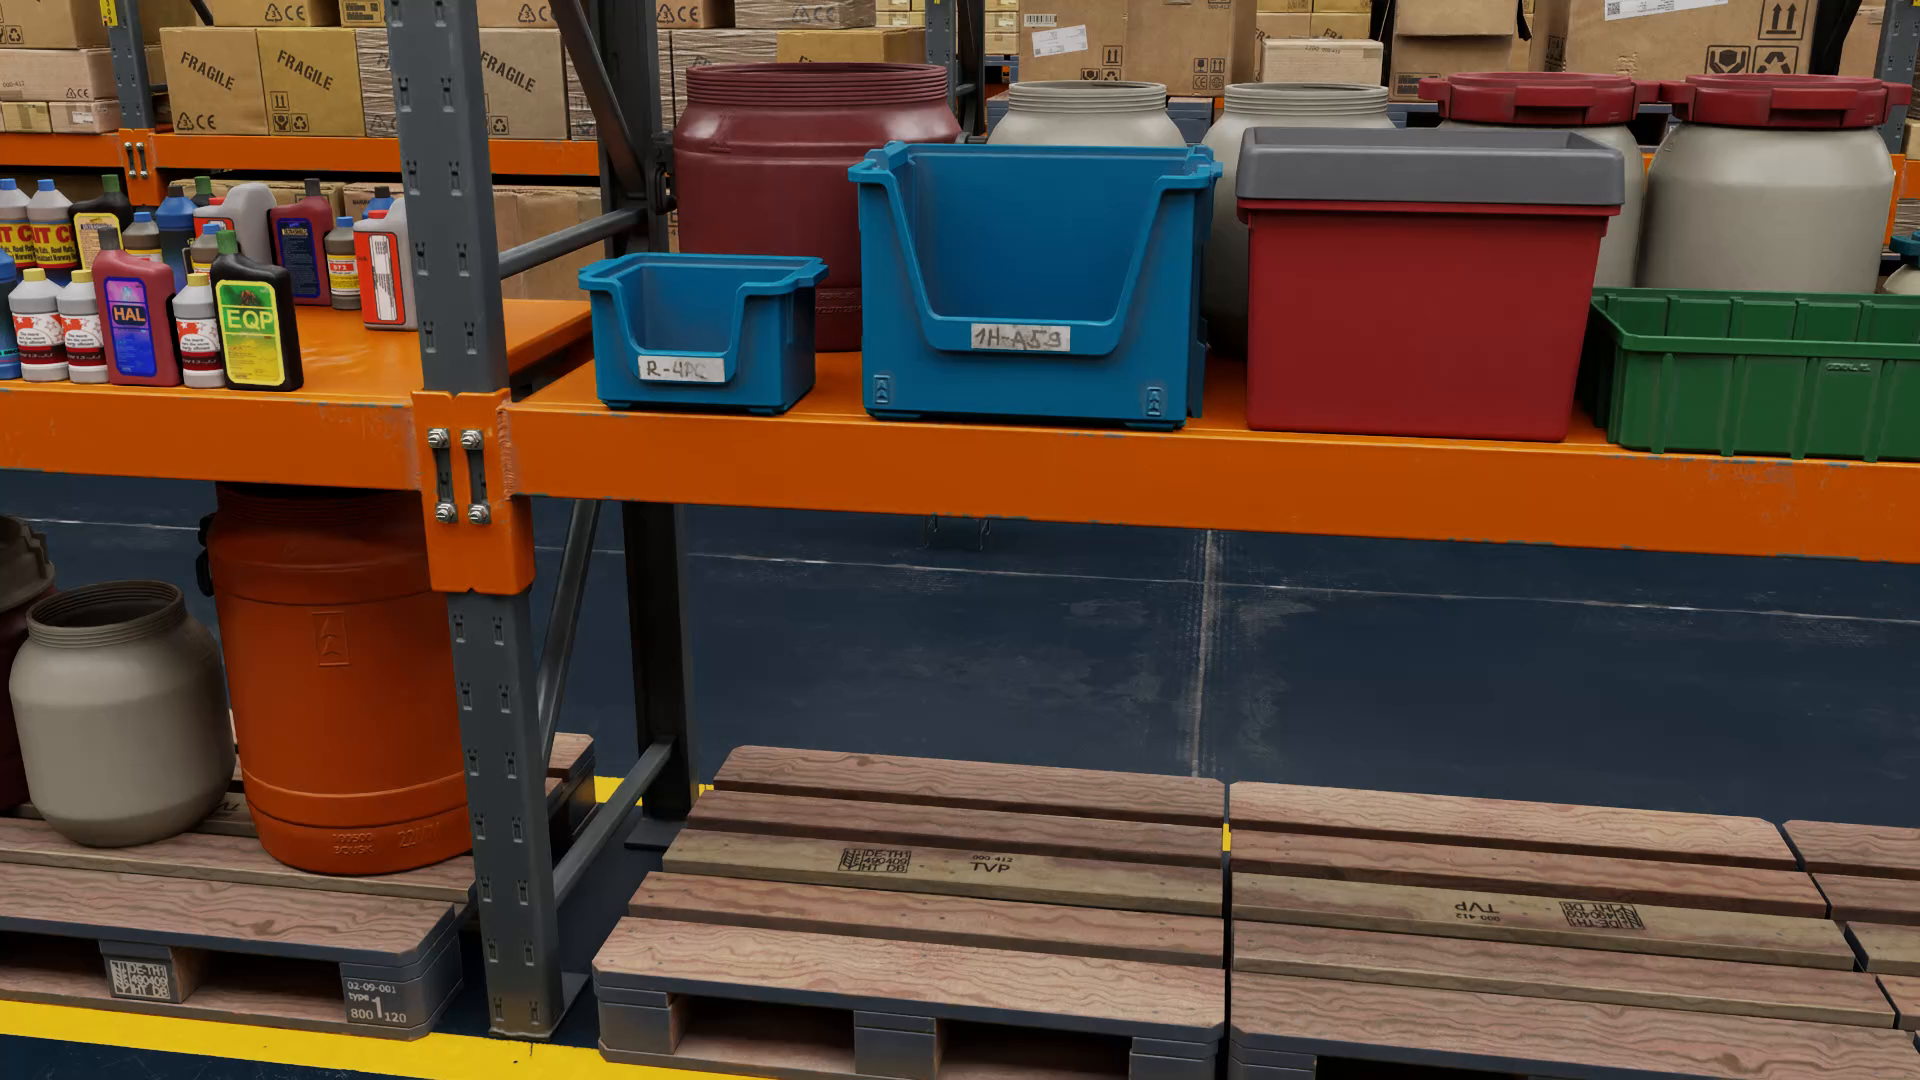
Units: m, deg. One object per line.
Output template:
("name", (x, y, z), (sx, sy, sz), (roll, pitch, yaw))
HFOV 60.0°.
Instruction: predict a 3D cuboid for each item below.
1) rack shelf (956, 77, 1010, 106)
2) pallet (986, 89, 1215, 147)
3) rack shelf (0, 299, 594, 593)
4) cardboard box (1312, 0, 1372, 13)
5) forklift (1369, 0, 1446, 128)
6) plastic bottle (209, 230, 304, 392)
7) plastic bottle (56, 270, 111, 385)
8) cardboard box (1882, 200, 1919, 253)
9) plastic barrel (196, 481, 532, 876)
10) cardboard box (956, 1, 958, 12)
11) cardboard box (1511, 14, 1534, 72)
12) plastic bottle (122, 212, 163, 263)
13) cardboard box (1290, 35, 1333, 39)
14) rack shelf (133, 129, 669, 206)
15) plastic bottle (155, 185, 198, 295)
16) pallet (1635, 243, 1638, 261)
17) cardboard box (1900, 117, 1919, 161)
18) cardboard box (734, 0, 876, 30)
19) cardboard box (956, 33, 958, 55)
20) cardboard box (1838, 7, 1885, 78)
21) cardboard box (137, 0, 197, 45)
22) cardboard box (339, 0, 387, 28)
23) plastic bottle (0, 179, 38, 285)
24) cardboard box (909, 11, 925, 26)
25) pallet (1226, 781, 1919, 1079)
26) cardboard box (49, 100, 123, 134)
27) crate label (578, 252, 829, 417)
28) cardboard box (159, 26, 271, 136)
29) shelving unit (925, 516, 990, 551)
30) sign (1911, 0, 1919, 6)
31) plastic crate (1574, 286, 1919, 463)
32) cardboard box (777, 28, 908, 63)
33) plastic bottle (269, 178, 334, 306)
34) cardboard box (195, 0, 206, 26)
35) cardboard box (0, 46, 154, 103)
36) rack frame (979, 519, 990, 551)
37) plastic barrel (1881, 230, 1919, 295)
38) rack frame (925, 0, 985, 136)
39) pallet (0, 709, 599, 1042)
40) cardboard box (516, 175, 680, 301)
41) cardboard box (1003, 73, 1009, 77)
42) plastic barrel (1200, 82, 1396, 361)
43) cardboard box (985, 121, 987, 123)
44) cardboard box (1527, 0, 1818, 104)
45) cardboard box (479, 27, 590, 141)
("rack shelf", (-1.103, -3.441, 12.992), (4.000, 0.370, 1.077), (3, 19, 9))
("pallet", (0.706, -2.039, 7.971), (1.003, 0.211, 1.213), (3, 19, 9))
("rack shelf", (-2.775, -0.340, 3.726), (4.000, 0.370, 1.077), (3, 19, 9))
("cardboard box", (2.824, -4.101, 12.099), (0.500, 0.500, 0.700), (3, 19, 8))
("forklift", (2.250, -2.749, 9.901), (3.031, 2.935, 1.130), (3, 19, 9))
("plastic bottle", (-1.268, -0.412, 2.991), (0.133, 0.283, 0.061), (3, 19, 9))
("plastic bottle", (-1.606, -0.396, 3.073), (0.097, 0.201, 0.097), (0, 18, 0))
("cardboard box", (6.321, -2.573, 11.954), (0.875, 0.875, 0.875), (3, 19, 9))
("plastic barrel", (-1.286, 0.230, 3.646), (0.708, 0.830, 0.600), (3, 19, 9))
("cardboard box", (0.067, -3.938, 12.140), (0.250, 0.149, 0.380), (3, 19, 8))
("cardboard box", (3.765, -3.495, 11.864), (0.500, 0.500, 0.500), (3, 19, 8))
("plastic bottle", (-1.875, -0.654, 3.843), (0.097, 0.201, 0.097), (0, 18, 0))
("cardboard box", (1.674, -2.268, 7.905), (0.258, 0.266, 0.396), (2, 19, 7))
("rack shelf", (-1.990, -1.892, 8.363), (4.000, 0.370, 1.077), (3, 19, 9))
("plastic bottle", (-1.753, -0.661, 3.755), (0.097, 0.271, 0.097), (0, 18, 0))
("pallet", (5.559, -2.095, 12.230), (1.213, 0.211, 1.003), (3, 19, 9))
("cardboard box", (4.099, -1.707, 7.072), (0.250, 0.149, 0.380), (3, 19, 9))
("cardboard box", (-0.734, -2.697, 7.898), (0.637, 0.503, 0.797), (4, 19, 11))
("cardboard box", (0.067, -3.655, 12.233), (0.250, 0.149, 0.380), (3, 19, 9))
("cardboard box", (6.248, -3.451, 11.654), (0.550, 0.550, 0.875), (3, 19, 9))
("cardboard box", (-4.397, -2.863, 8.719), (0.500, 0.500, 0.500), (3, 19, 9))
("cardboard box", (-2.657, -2.789, 8.172), (0.637, 0.503, 0.797), (3, 19, 9))
("plastic bottle", (-2.199, -0.703, 3.881), (0.097, 0.271, 0.097), (0, 18, 0))
("cardboard box", (-0.212, -3.810, 12.227), (0.250, 0.149, 0.380), (3, 19, 10))
("pallet", (1.159, 0.855, 3.415), (1.213, 0.211, 1.003), (3, 19, 9))
("cardboard box", (-4.317, -2.127, 8.329), (0.250, 0.149, 0.380), (3, 19, 9))
("crate label", (-0.444, -0.362, 2.923), (0.416, 0.233, 0.303), (3, 19, 9))
("cardboard box", (-3.550, -2.279, 8.231), (0.500, 0.500, 0.500), (3, 19, 9))
("shelving unit", (-0.008, -0.427, 6.162), (0.210, 0.900, 0.258), (3, 19, 9))
("sign", (3.850, -2.306, 6.643), (0.005, 0.325, 0.100), (3, 19, 9))
("plastic crate", (1.385, -0.278, 2.740), (0.662, 0.188, 0.450), (3, 19, 9))
("cardboard box", (-0.541, -2.127, 7.775), (0.500, 0.500, 0.500), (4, 19, 10))
("plastic bottle", (-1.494, -0.679, 3.789), (0.133, 0.283, 0.061), (3, 19, 9))
("cardboard box", (-6.095, -4.144, 13.335), (0.500, 0.500, 0.500), (3, 19, 9))
("cardboard box", (-4.442, -2.343, 8.347), (0.500, 0.250, 0.500), (3, 19, 8))
("rack frame", (0.092, -0.422, 6.146), (0.006, 0.900, 0.240), (3, 19, 9))
("plastic barrel", (1.866, -0.428, 3.074), (0.301, 0.262, 0.301), (0, 18, 0))
("rack frame", (-0.015, -2.132, 7.948), (0.127, 3.000, 1.000), (3, 19, 9))
("pallet", (-1.586, 0.715, 3.833), (1.213, 0.211, 1.003), (3, 19, 9))
("cardboard box", (-1.572, -1.412, 8.483), (0.875, 0.875, 1.225), (3, 19, 9))
("cardboard box", (0.888, -4.489, 17.679), (0.875, 0.875, 0.875), (3, 19, 8))
("plastic barrel", (0.665, -0.627, 3.275), (0.421, 0.512, 0.421), (0, 18, 0))
("cardboard box", (0.229, -3.161, 13.119), (0.500, 0.250, 0.500), (2, 19, 6))
("cardboard box", (3.172, -2.498, 7.435), (1.000, 1.000, 1.000), (3, 19, 9))
("cardboard box", (-2.048, -2.205, 8.008), (0.500, 0.500, 0.500), (3, 19, 10))
